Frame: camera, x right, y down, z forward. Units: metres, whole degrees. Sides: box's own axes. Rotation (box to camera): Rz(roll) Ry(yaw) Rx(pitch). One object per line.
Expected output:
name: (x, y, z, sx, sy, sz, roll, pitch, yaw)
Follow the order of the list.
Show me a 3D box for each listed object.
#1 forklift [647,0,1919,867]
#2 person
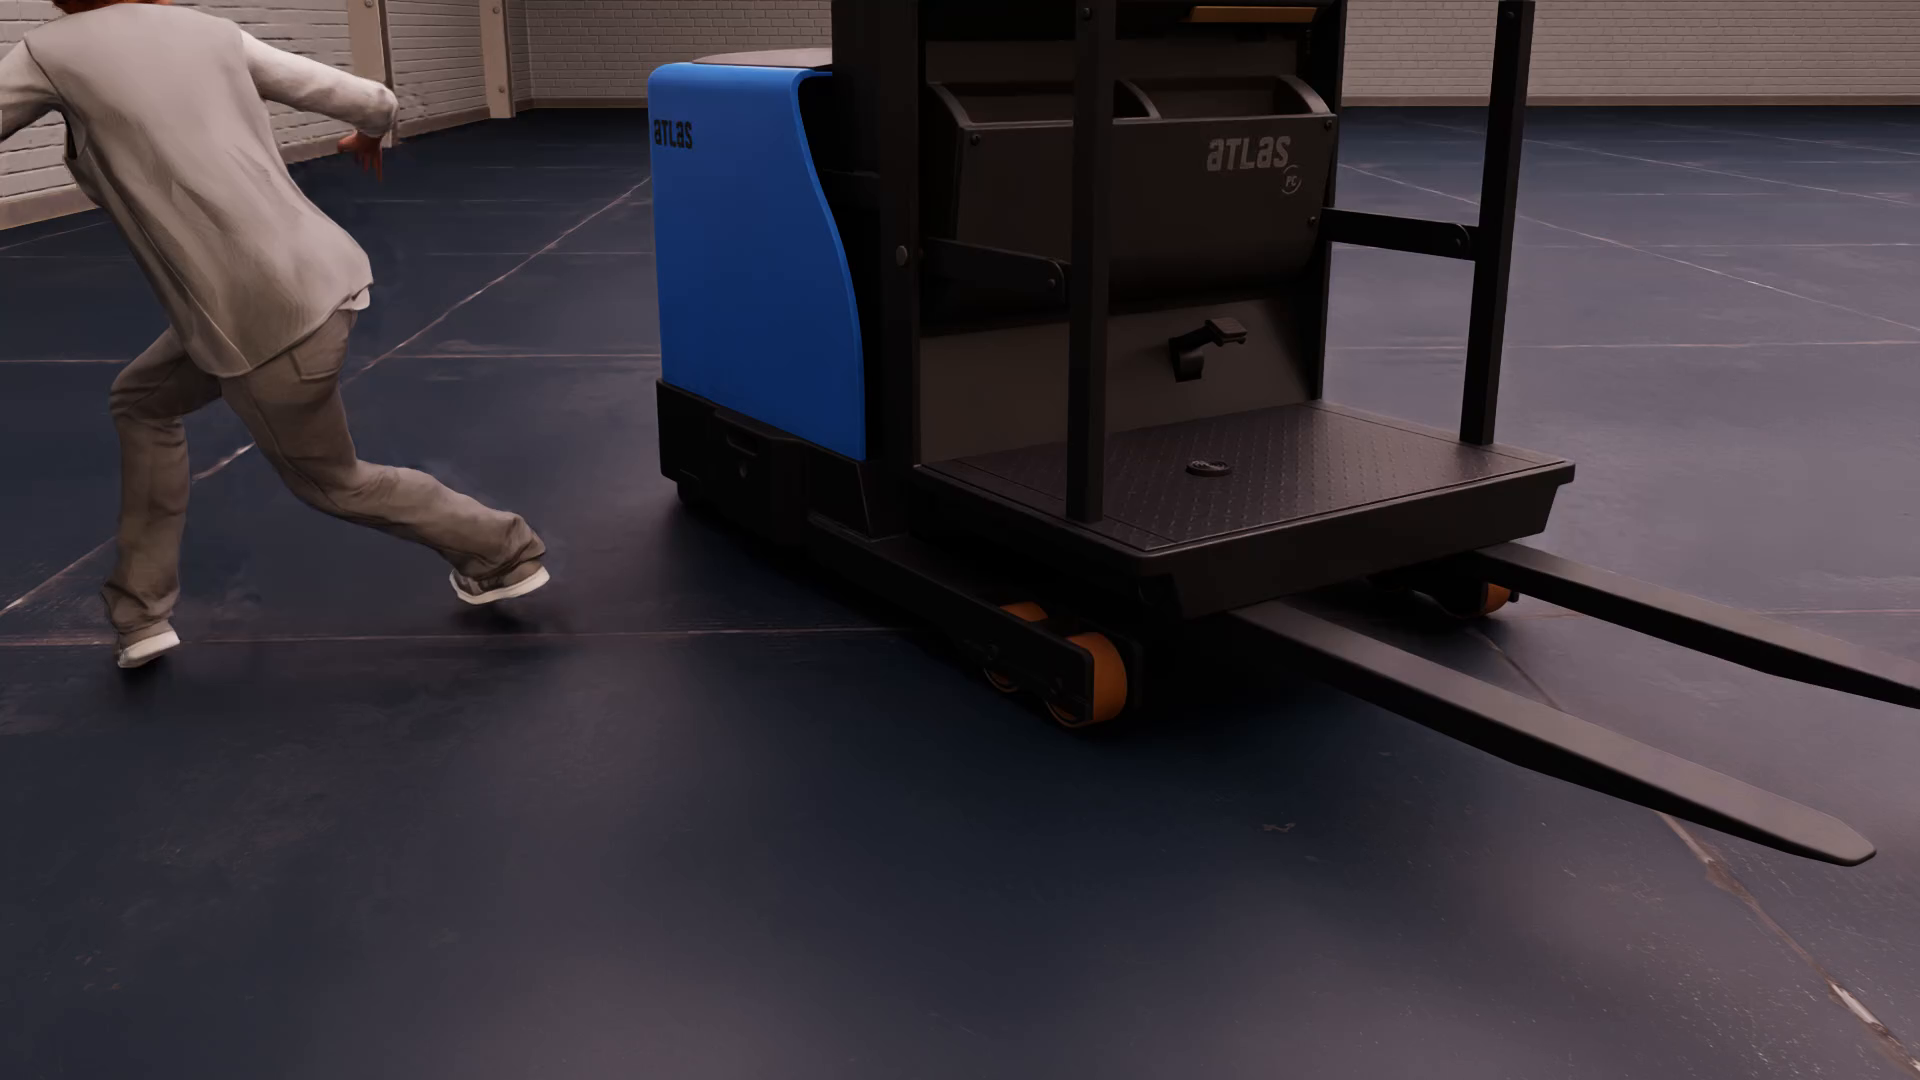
forklift: (0.472, -1.236, 2.947, 1.130, 2.935, 3.031, -11, 20, -32)
person: (-1.353, -0.443, 3.046, 0.937, 1.382, 0.827, 6, 18, 19)
